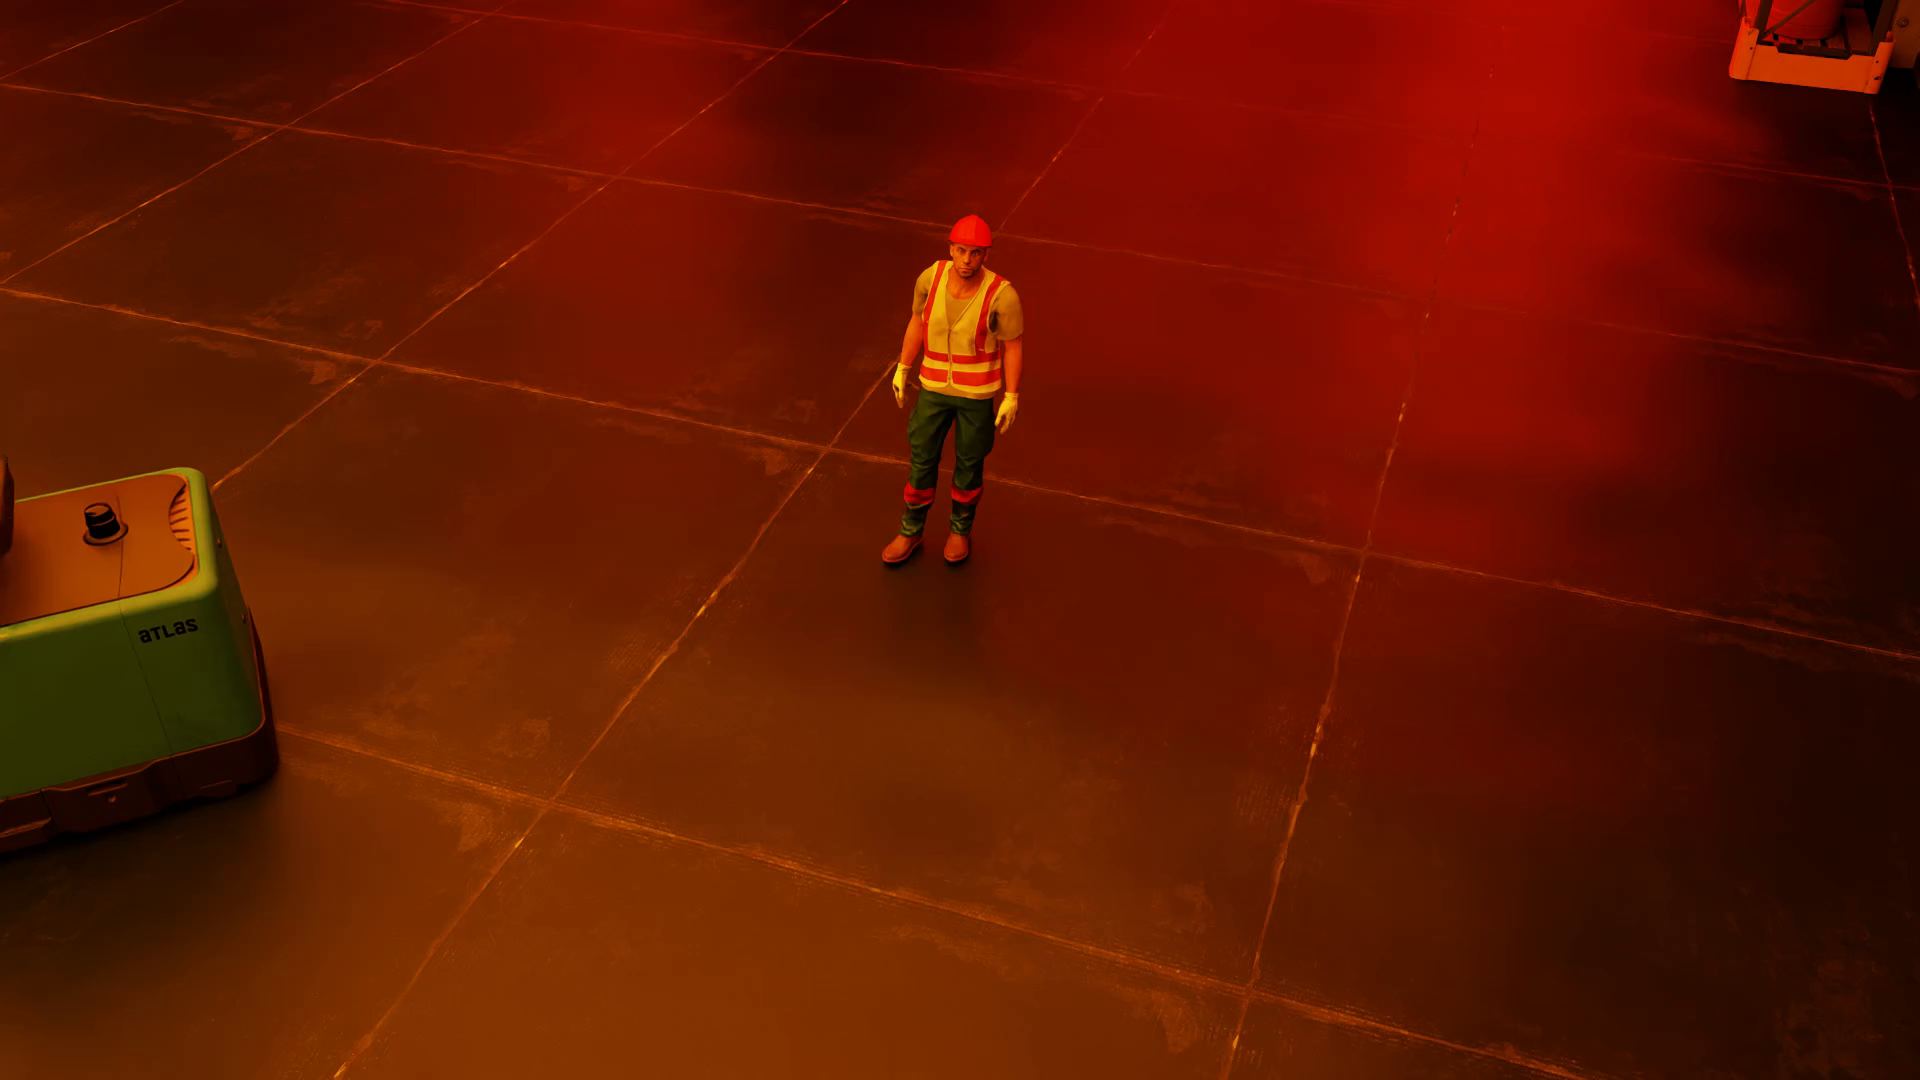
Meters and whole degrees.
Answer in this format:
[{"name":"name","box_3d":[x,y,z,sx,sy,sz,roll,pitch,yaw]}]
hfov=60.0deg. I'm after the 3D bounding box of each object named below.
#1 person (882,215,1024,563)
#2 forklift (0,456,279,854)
[{"name":"person","box_3d":[-0.038,-0.694,8.064,0.637,1.790,0.562,12,37,16]},{"name":"forklift","box_3d":[-4.499,-0.060,6.195,3.031,2.935,1.130,-14,38,-19]}]
